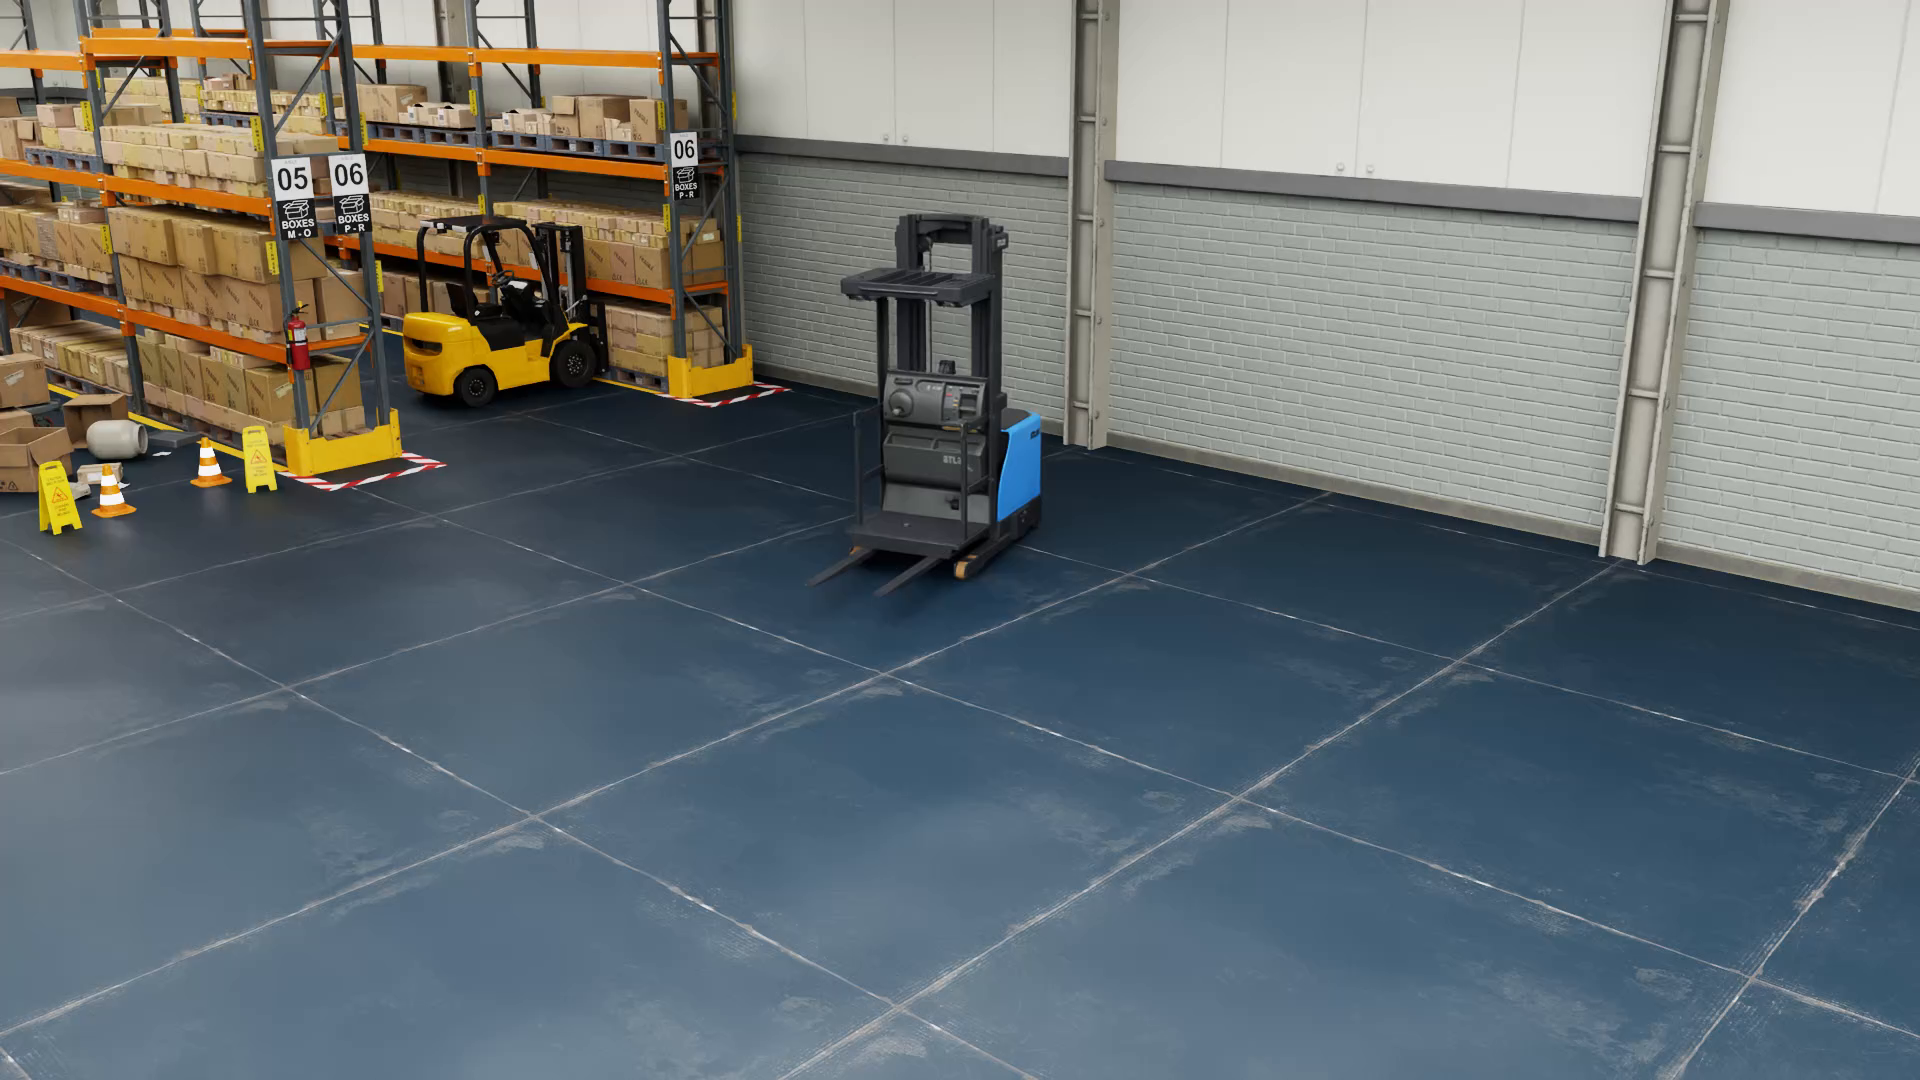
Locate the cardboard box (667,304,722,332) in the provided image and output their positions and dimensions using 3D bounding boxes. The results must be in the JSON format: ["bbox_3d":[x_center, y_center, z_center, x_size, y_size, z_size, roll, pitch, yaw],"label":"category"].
[{"bbox_3d":[-3.406,-2.857,21.353,0.500,0.250,0.500,15,23,38],"label":"cardboard box"}]

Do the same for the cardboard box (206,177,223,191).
[{"bbox_3d":[-7.664,-3.755,17.440,0.250,0.149,0.380,15,23,39],"label":"cardboard box"}]

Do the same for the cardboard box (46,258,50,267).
[{"bbox_3d":[-11.304,-3.539,21.024,0.250,0.149,0.380,16,24,41],"label":"cardboard box"}]

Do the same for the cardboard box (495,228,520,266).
[{"bbox_3d":[-6.005,-4.054,22.761,0.500,0.500,0.500,14,22,38],"label":"cardboard box"}]

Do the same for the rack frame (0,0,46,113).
[{"bbox_3d":[-12.448,-6.693,21.325,0.127,3.000,1.000,15,23,39],"label":"rack frame"}]

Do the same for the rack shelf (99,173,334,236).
[{"bbox_3d":[-7.960,-3.716,18.092,4.000,0.370,1.077,15,23,39],"label":"rack shelf"}]

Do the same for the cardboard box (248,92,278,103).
[{"bbox_3d":[-11.025,-7.005,26.331,0.250,0.149,0.380,15,23,40],"label":"cardboard box"}]

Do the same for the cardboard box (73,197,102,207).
[{"bbox_3d":[-11.037,-4.268,21.177,0.250,0.149,0.380,14,22,37],"label":"cardboard box"}]

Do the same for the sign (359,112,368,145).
[{"bbox_3d":[-6.104,-4.197,16.972,0.005,0.325,0.100,15,23,39],"label":"sign"}]

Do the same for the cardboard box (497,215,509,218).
[{"bbox_3d":[-6.100,-4.388,22.741,0.250,0.149,0.380,15,23,38],"label":"cardboard box"}]

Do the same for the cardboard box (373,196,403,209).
[{"bbox_3d":[-8.499,-5.035,24.780,0.250,0.149,0.380,15,23,40],"label":"cardboard box"}]

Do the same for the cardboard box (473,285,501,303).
[{"bbox_3d":[-6.562,-3.325,23.861,0.625,0.625,0.875,16,24,42],"label":"cardboard box"}]

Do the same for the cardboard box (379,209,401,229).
[{"bbox_3d":[-8.233,-4.770,24.604,0.500,0.250,0.500,14,23,38],"label":"cardboard box"}]

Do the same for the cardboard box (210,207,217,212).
[{"bbox_3d":[-12.554,-5.648,28.364,0.250,0.149,0.380,15,23,40],"label":"cardboard box"}]

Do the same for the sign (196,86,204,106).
[{"bbox_3d":[-12.502,-7.312,27.381,0.005,0.325,0.100,15,23,39],"label":"sign"}]

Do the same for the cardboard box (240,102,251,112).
[{"bbox_3d":[-11.239,-6.911,26.526,0.250,0.149,0.380,16,23,41],"label":"cardboard box"}]

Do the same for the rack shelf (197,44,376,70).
[{"bbox_3d":[-10.652,-7.685,26.301,4.000,0.370,1.077,15,23,39],"label":"rack shelf"}]

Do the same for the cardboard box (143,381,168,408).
[{"bbox_3d":[-9.194,-1.741,19.489,0.500,0.250,0.500,14,22,37],"label":"cardboard box"}]

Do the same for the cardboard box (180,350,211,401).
[{"bbox_3d":[-8.399,-1.889,18.716,0.500,0.500,0.500,17,24,42],"label":"cardboard box"}]

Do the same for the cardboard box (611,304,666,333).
[{"bbox_3d":[-4.110,-2.840,21.301,0.500,0.250,0.500,16,23,40],"label":"cardboard box"}]

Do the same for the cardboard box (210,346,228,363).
[{"bbox_3d":[-7.938,-2.048,18.147,0.250,0.149,0.380,16,24,42],"label":"cardboard box"}]

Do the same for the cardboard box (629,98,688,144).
[{"bbox_3d":[-3.665,-5.110,20.271,0.500,0.500,0.500,16,24,41],"label":"cardboard box"}]

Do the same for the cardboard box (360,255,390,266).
[{"bbox_3d":[-9.339,-4.451,26.542,0.250,0.149,0.380,17,24,42],"label":"cardboard box"}]

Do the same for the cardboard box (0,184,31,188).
[{"bbox_3d":[-13.032,-4.610,22.860,0.500,0.500,0.500,15,23,39],"label":"cardboard box"}]

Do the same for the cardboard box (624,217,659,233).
[{"bbox_3d":[-3.999,-3.963,20.911,0.250,0.149,0.380,16,23,40],"label":"cardboard box"}]

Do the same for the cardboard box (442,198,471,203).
[{"bbox_3d":[-7.394,-4.947,24.503,0.250,0.149,0.380,15,23,40],"label":"cardboard box"}]

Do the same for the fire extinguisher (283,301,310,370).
[{"bbox_3d":[-6.685,-2.063,16.782,0.183,0.674,0.296,15,23,39],"label":"fire extinguisher"}]

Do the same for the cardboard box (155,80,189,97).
[{"bbox_3d":[-13.444,-7.749,28.542,0.500,0.250,0.500,16,23,40],"label":"cardboard box"}]

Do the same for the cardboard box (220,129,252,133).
[{"bbox_3d":[-7.851,-4.417,18.208,0.250,0.149,0.380,15,23,40],"label":"cardboard box"}]

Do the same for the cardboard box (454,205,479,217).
[{"bbox_3d":[-6.920,-4.638,23.530,0.250,0.149,0.380,15,23,39],"label":"cardboard box"}]

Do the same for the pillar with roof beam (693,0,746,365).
[{"bbox_3d":[-5.952,-5.580,17.819,0.400,9.000,9.100,15,23,39],"label":"pillar with roof beam"}]

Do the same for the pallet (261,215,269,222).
[{"bbox_3d":[-10.613,-5.255,27.030,1.213,0.211,1.003,15,23,39],"label":"pallet"}]

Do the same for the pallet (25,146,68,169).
[{"bbox_3d":[-10.625,-4.726,20.397,1.003,0.211,1.213,15,23,39],"label":"pallet"}]

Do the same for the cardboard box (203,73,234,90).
[{"bbox_3d":[-12.154,-7.518,27.263,0.258,0.266,0.396,15,23,39],"label":"cardboard box"}]

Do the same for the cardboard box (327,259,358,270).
[{"bbox_3d":[-9.693,-4.317,26.122,0.250,0.149,0.380,14,22,37],"label":"cardboard box"}]

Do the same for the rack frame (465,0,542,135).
[{"bbox_3d":[-6.164,-7.014,22.336,0.127,3.000,1.000,15,23,39],"label":"rack frame"}]

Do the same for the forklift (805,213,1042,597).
[{"bbox_3d":[-0.307,-1.200,14.048,1.130,2.935,3.031,8,19,23],"label":"forklift"}]

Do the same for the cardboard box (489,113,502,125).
[{"bbox_3d":[-6.669,-5.927,23.426,0.250,0.149,0.380,15,23,39],"label":"cardboard box"}]

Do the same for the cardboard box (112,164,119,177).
[{"bbox_3d":[-9.385,-4.221,18.910,0.250,0.149,0.380,15,23,38],"label":"cardboard box"}]

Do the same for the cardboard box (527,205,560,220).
[{"bbox_3d":[-5.546,-4.366,22.179,0.250,0.149,0.380,16,23,40],"label":"cardboard box"}]

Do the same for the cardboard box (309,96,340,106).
[{"bbox_3d":[-9.736,-6.726,25.486,0.250,0.149,0.380,14,22,37],"label":"cardboard box"}]

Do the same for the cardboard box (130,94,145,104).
[{"bbox_3d":[-14.221,-7.710,29.244,0.500,0.250,0.500,14,22,38],"label":"cardboard box"}]

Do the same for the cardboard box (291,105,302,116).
[{"bbox_3d":[-10.156,-6.677,25.824,0.250,0.149,0.380,15,23,39],"label":"cardboard box"}]

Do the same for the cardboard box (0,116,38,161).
[{"bbox_3d":[-11.746,-5.118,21.157,0.500,0.500,0.700,15,23,39],"label":"cardboard box"}]

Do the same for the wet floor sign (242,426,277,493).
[{"bbox_3d":[-7.032,-0.825,16.645,0.267,0.644,0.232,-9,20,-27],"label":"wet floor sign"}]

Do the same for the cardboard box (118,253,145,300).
[{"bbox_3d":[-9.312,-3.069,19.165,0.500,0.500,0.500,15,23,39],"label":"cardboard box"}]

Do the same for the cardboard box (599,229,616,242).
[{"bbox_3d":[-4.391,-3.920,21.267,0.250,0.149,0.380,14,22,38],"label":"cardboard box"}]

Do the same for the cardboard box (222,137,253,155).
[{"bbox_3d":[-7.284,-4.026,16.977,0.250,0.149,0.380,15,23,39],"label":"cardboard box"}]

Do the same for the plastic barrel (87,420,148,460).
[{"bbox_3d":[-9.014,-1.072,17.789,0.512,0.421,0.421,-3,18,-8],"label":"plastic barrel"}]

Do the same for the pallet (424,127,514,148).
[{"bbox_3d":[-6.832,-5.667,23.367,1.217,0.209,0.805,14,22,37],"label":"pallet"}]

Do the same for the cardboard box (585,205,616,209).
[{"bbox_3d":[-4.788,-4.393,22.265,0.250,0.149,0.380,15,23,39],"label":"cardboard box"}]

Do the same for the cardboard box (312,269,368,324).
[{"bbox_3d":[-6.634,-2.575,17.609,0.500,0.500,0.500,15,23,38],"label":"cardboard box"}]

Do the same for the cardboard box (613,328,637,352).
[{"bbox_3d":[-4.112,-2.609,21.399,0.500,0.250,0.500,15,23,39],"label":"cardboard box"}]

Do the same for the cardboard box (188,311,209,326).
[{"bbox_3d":[-8.276,-2.472,18.357,0.250,0.149,0.380,15,23,39],"label":"cardboard box"}]

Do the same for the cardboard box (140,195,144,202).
[{"bbox_3d":[-14.635,-6.230,30.200,0.250,0.149,0.380,15,23,39],"label":"cardboard box"}]

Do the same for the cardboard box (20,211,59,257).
[{"bbox_3d":[-11.469,-3.872,21.004,0.500,0.500,0.500,16,23,40],"label":"cardboard box"}]

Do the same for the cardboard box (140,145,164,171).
[{"bbox_3d":[-8.551,-4.175,18.107,0.500,0.250,0.500,15,23,40],"label":"cardboard box"}]

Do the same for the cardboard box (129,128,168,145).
[{"bbox_3d":[-8.853,-4.424,18.231,0.250,0.149,0.380,15,23,39],"label":"cardboard box"}]

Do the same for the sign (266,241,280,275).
[{"bbox_3d":[-6.848,-2.808,16.565,0.005,0.325,0.100,15,23,39],"label":"sign"}]
